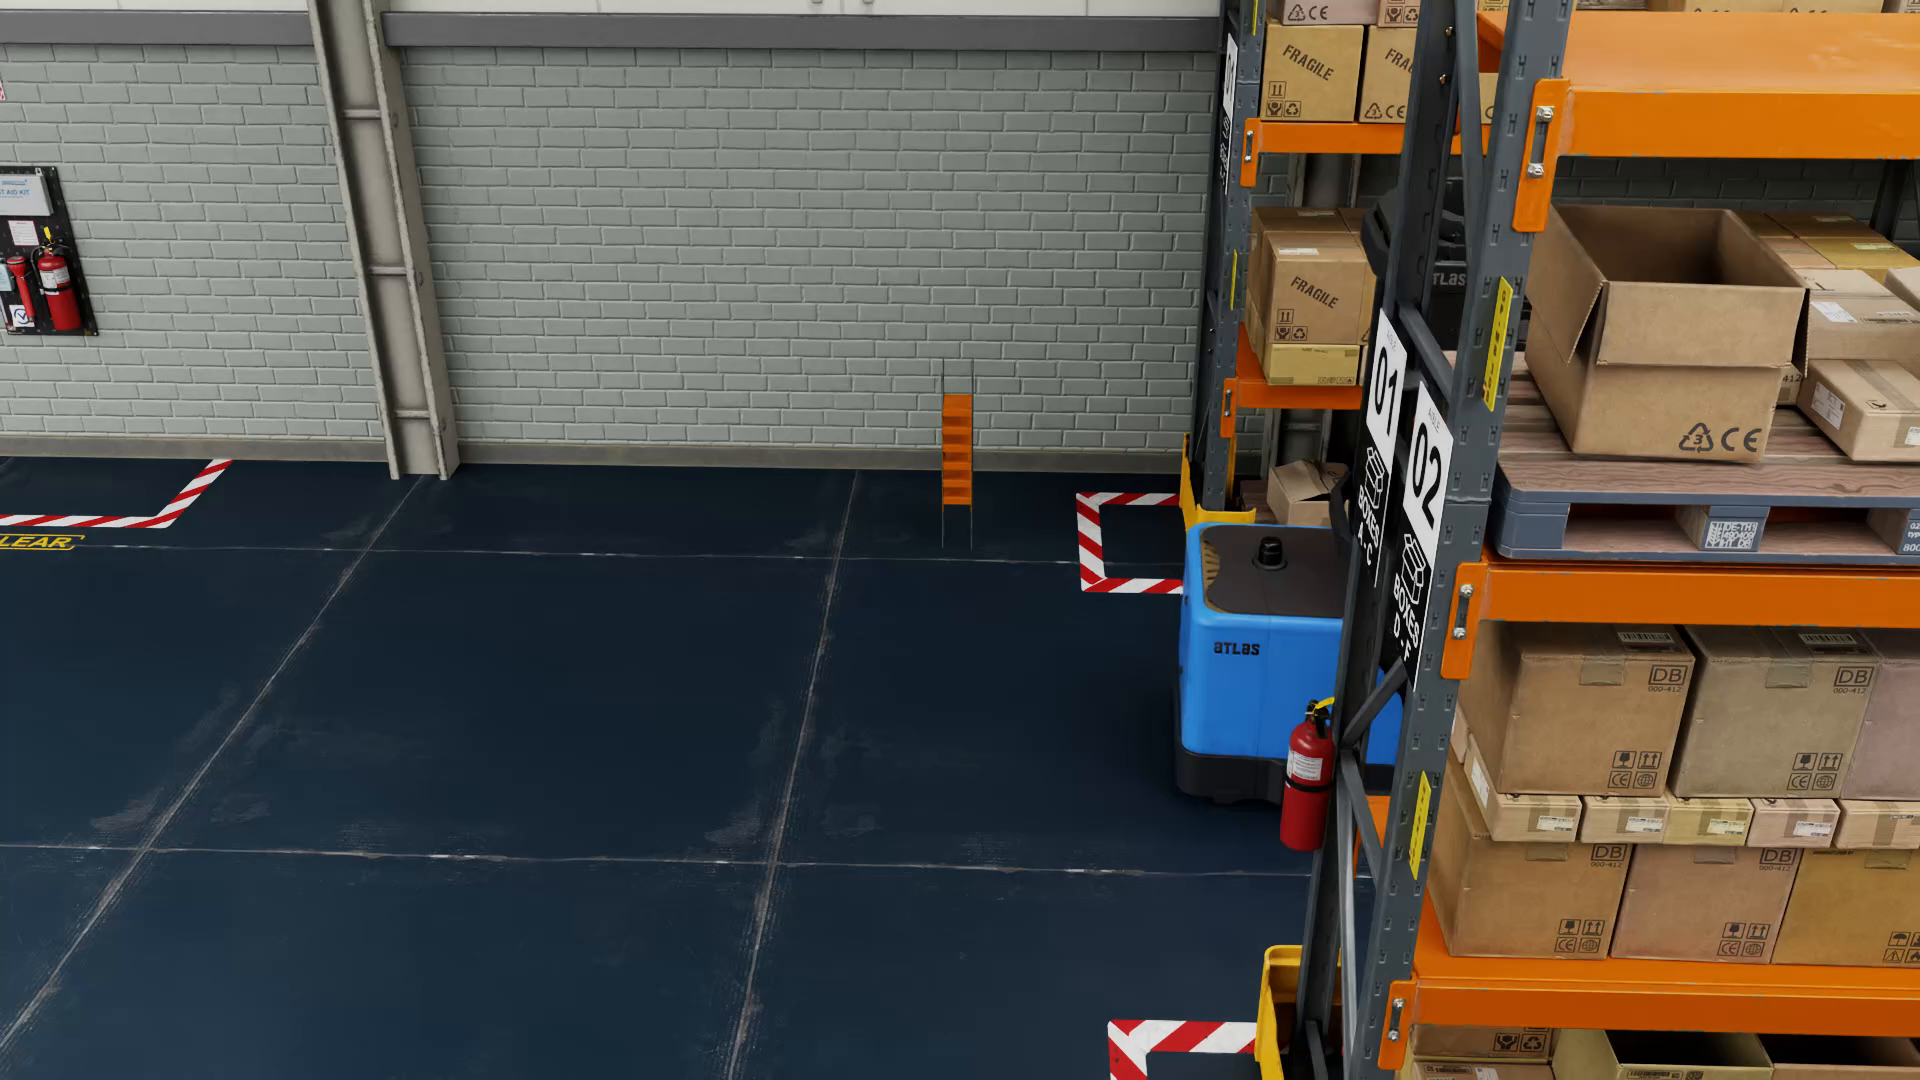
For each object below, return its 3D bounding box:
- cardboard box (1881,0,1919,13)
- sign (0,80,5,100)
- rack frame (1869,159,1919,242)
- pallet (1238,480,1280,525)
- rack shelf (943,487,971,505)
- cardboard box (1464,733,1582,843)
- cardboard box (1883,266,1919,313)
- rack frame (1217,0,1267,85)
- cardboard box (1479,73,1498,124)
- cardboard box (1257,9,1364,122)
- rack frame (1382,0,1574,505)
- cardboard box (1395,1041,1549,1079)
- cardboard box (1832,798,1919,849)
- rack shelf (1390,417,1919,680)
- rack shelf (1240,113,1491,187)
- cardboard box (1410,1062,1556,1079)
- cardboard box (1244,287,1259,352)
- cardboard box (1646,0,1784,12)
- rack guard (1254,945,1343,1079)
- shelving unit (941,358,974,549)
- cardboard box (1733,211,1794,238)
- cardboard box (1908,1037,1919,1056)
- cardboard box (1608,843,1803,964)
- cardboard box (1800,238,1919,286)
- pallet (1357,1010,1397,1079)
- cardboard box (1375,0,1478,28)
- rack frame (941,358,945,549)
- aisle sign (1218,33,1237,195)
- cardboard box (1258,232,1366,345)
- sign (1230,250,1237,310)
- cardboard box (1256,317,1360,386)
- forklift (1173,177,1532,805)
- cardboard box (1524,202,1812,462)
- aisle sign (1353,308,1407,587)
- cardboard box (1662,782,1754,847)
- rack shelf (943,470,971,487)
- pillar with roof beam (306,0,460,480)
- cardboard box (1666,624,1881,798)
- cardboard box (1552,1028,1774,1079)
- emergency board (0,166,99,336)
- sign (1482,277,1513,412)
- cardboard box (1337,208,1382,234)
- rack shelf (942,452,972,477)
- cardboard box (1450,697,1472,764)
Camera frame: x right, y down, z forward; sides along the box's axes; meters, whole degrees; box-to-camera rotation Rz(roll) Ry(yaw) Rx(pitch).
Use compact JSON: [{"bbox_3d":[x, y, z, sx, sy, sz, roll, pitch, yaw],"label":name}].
[{"bbox_3d":[5.032,-2.957,8.654,0.500,0.500,0.500,-1,28,-3],"label":"cardboard box"},{"bbox_3d":[-6.194,-2.944,10.552,0.199,0.298,0.001,1,28,2],"label":"sign"},{"bbox_3d":[5.543,-1.256,9.842,0.127,3.000,1.000,1,28,2],"label":"rack frame"},{"bbox_3d":[2.432,-0.059,10.561,1.213,0.211,1.003,1,28,2],"label":"pallet"},{"bbox_3d":[-0.014,-0.279,10.528,0.180,0.103,0.258,1,28,2],"label":"rack shelf"},{"bbox_3d":[1.759,0.773,5.215,0.250,0.149,0.380,1,28,1],"label":"cardboard box"},{"bbox_3d":[3.090,-0.632,4.960,0.500,0.311,0.500,4,28,8],"label":"cardboard box"},{"bbox_3d":[1.545,-3.973,8.562,0.127,3.000,1.000,1,28,2],"label":"rack frame"},{"bbox_3d":[2.925,-2.546,8.944,0.500,0.500,0.500,2,28,4],"label":"cardboard box"},{"bbox_3d":[1.871,-2.578,9.005,0.500,0.500,0.500,2,28,3],"label":"cardboard box"},{"bbox_3d":[1.374,-1.654,4.188,0.127,3.000,1.000,1,28,2],"label":"rack frame"},{"bbox_3d":[1.921,1.896,6.383,0.500,0.250,0.500,1,28,2],"label":"cardboard box"},{"bbox_3d":[2.790,0.789,5.184,0.250,0.149,0.380,0,28,0],"label":"cardboard box"},{"bbox_3d":[3.373,0.022,4.996,4.000,0.370,1.077,1,28,2],"label":"rack shelf"},{"bbox_3d":[3.544,-2.297,9.371,4.000,0.370,1.077,1,28,2],"label":"rack shelf"},{"bbox_3d":[1.902,2.139,5.925,0.500,0.250,0.500,1,28,2],"label":"cardboard box"},{"bbox_3d":[2.019,-1.348,10.154,0.500,0.250,0.500,1,28,3],"label":"cardboard box"},{"bbox_3d":[3.962,-2.965,8.668,0.500,0.500,0.500,0,28,0],"label":"cardboard box"},{"bbox_3d":[1.350,2.101,6.179,0.348,0.500,1.175,1,28,2],"label":"rack guard"},{"bbox_3d":[-0.014,-0.530,10.395,0.189,1.200,0.258,1,28,2],"label":"shelving unit"},{"bbox_3d":[4.564,-1.646,9.916,0.500,0.500,0.500,1,28,2],"label":"cardboard box"},{"bbox_3d":[3.401,1.834,5.701,0.500,0.500,0.500,1,28,2],"label":"cardboard box"},{"bbox_3d":[2.365,0.973,5.531,0.500,0.500,0.700,2,28,3],"label":"cardboard box"},{"bbox_3d":[5.059,-1.393,9.439,0.500,0.500,0.500,1,28,2],"label":"cardboard box"},{"bbox_3d":[2.140,2.222,6.259,1.213,0.211,1.003,1,28,2],"label":"pallet"},{"bbox_3d":[2.421,-2.990,8.715,0.500,0.500,0.500,1,28,1],"label":"cardboard box"},{"bbox_3d":[-0.106,-0.532,10.398,0.006,1.200,0.240,1,28,2],"label":"rack frame"},{"bbox_3d":[1.463,-2.332,9.095,0.004,0.787,0.394,1,28,2],"label":"aisle sign"},{"bbox_3d":[2.012,-1.448,9.542,0.500,0.500,0.500,1,28,2],"label":"cardboard box"},{"bbox_3d":[1.526,-1.451,9.285,0.005,0.325,0.100,1,28,2],"label":"sign"},{"bbox_3d":[2.022,-1.108,9.702,0.500,0.250,0.500,0,28,0],"label":"cardboard box"},{"bbox_3d":[2.619,-0.158,7.844,3.031,2.935,1.130,3,28,5],"label":"forklift"},{"bbox_3d":[1.948,-0.610,4.713,0.637,0.503,0.797,3,28,5],"label":"cardboard box"},{"bbox_3d":[1.319,-0.291,5.245,0.004,0.787,0.394,1,28,2],"label":"aisle sign"},{"bbox_3d":[2.272,0.781,5.200,0.250,0.149,0.380,1,28,2],"label":"cardboard box"},{"bbox_3d":[-0.014,-0.385,10.472,0.180,0.103,0.258,1,28,2],"label":"rack shelf"},{"bbox_3d":[-3.873,-2.450,5.690,0.400,9.000,9.100,1,28,2],"label":"pillar with roof beam"},{"bbox_3d":[2.419,0.400,5.226,0.500,0.500,0.700,0,28,0],"label":"cardboard box"},{"bbox_3d":[2.402,1.815,5.736,0.500,0.500,0.500,1,28,2],"label":"cardboard box"},{"bbox_3d":[-6.189,-1.873,11.007,0.643,1.169,0.194,1,28,2],"label":"emergency board"},{"bbox_3d":[1.349,-0.490,4.177,0.005,0.325,0.100,1,28,2],"label":"sign"},{"bbox_3d":[2.527,-1.675,9.970,0.500,0.500,0.500,1,28,2],"label":"cardboard box"},{"bbox_3d":[-0.014,-0.491,10.416,0.180,0.103,0.258,1,28,2],"label":"rack shelf"},{"bbox_3d":[1.763,0.583,5.574,0.250,0.149,0.380,0,28,1],"label":"cardboard box"}]
